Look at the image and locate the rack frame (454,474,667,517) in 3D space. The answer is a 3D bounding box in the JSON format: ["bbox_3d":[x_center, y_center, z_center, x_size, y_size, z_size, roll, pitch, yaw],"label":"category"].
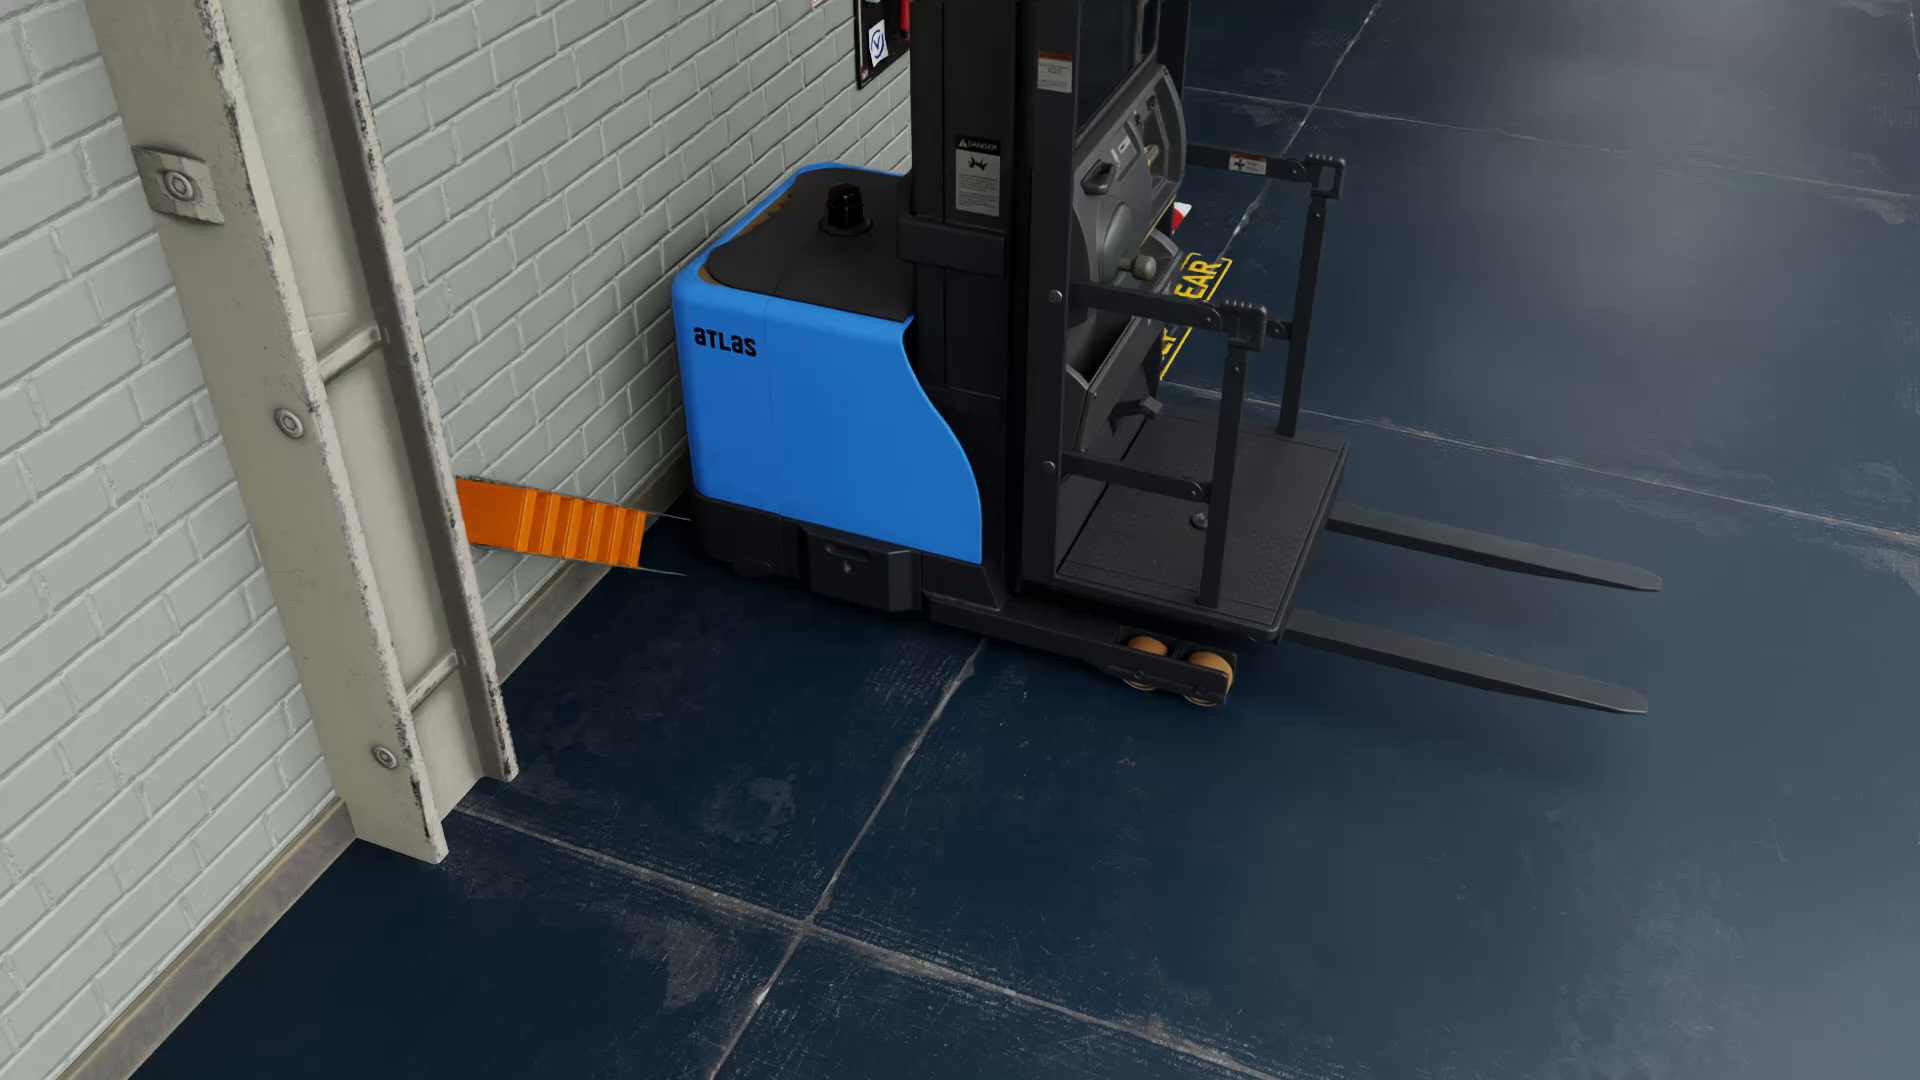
[{"bbox_3d":[-1.196,-0.132,5.024,0.228,0.002,1.046,8,-2,20],"label":"rack frame"}]

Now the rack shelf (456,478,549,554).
[{"bbox_3d":[-1.317,-0.069,4.725,0.258,0.180,0.103,8,-2,20],"label":"rack shelf"}]

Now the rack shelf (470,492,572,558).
[{"bbox_3d":[-1.277,-0.058,4.838,0.258,0.180,0.103,8,-2,20],"label":"rack shelf"}]

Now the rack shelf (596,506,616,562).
[{"bbox_3d":[-1.165,-0.029,5.150,0.221,0.171,0.034,8,-2,20],"label":"rack shelf"}]

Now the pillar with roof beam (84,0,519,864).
[{"bbox_3d":[2.481,-1.878,0.746,9.100,9.000,0.400,14,39,18],"label":"pillar with roof beam"}]

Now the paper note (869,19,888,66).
[{"bbox_3d":[-0.324,-1.983,6.633,0.016,0.148,0.142,14,39,18],"label":"paper note"}]

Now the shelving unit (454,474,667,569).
[{"bbox_3d":[-1.211,-0.043,5.021,0.258,0.183,1.046,8,-2,20],"label":"shelving unit"}]

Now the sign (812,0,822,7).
[{"bbox_3d":[7.911,-5.353,10.324,11.513,0.391,16.451,14,39,18],"label":"sign"}]

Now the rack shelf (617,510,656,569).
[{"bbox_3d":[-1.115,-0.017,5.288,0.258,0.180,0.103,8,-2,20],"label":"rack shelf"}]

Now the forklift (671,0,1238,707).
[{"bbox_3d":[0.674,-1.029,4.679,3.031,2.935,1.130,14,39,18],"label":"forklift"}]
